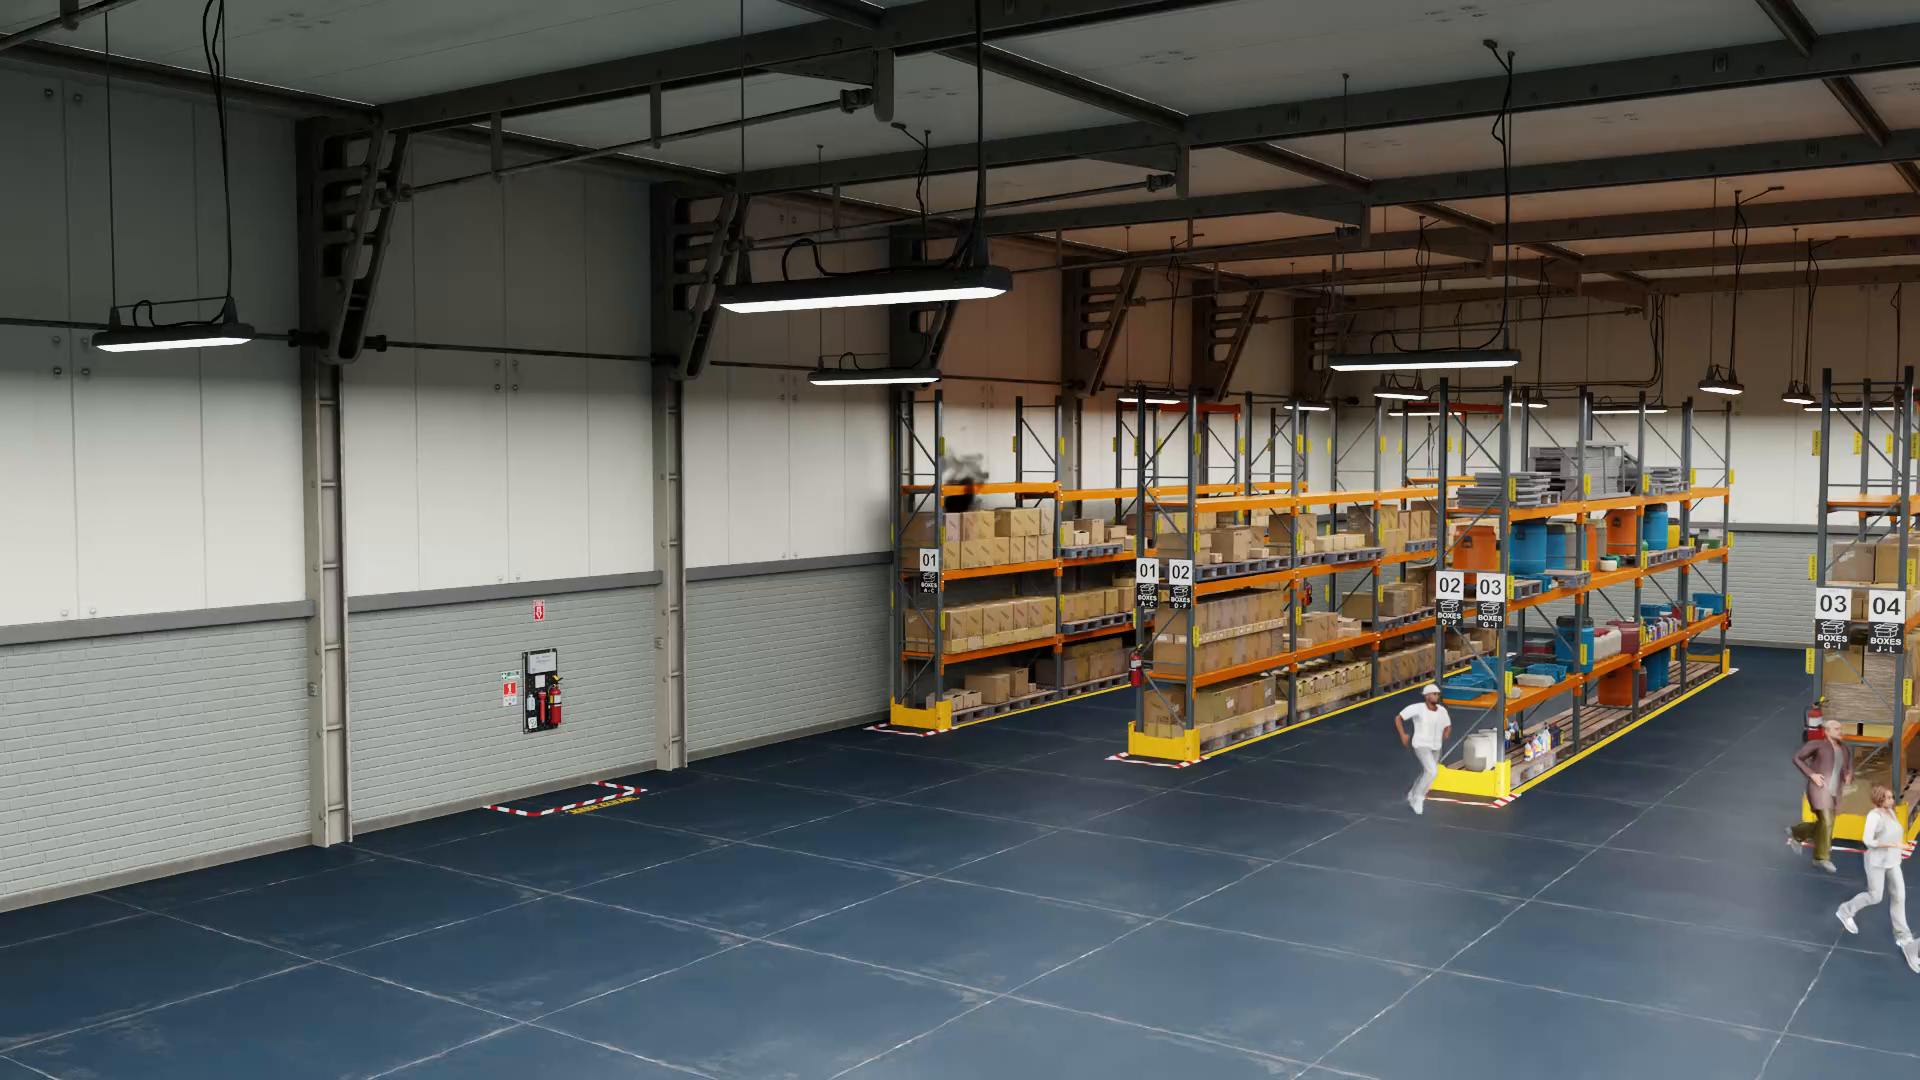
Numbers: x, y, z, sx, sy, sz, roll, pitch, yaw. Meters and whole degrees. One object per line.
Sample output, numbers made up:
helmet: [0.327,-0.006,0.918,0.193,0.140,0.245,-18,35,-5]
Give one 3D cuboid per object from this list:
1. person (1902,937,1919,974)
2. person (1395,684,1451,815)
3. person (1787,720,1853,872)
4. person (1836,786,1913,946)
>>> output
person: [9.201,3.297,15.437,0.601,1.706,0.776,-2,4,-26]
person: [6.415,2.857,22.775,0.713,1.764,0.623,-2,4,-28]
person: [10.380,3.032,19.944,0.752,1.755,0.801,-1,3,-12]
person: [9.194,3.237,16.580,0.545,1.580,0.873,-2,4,-27]
